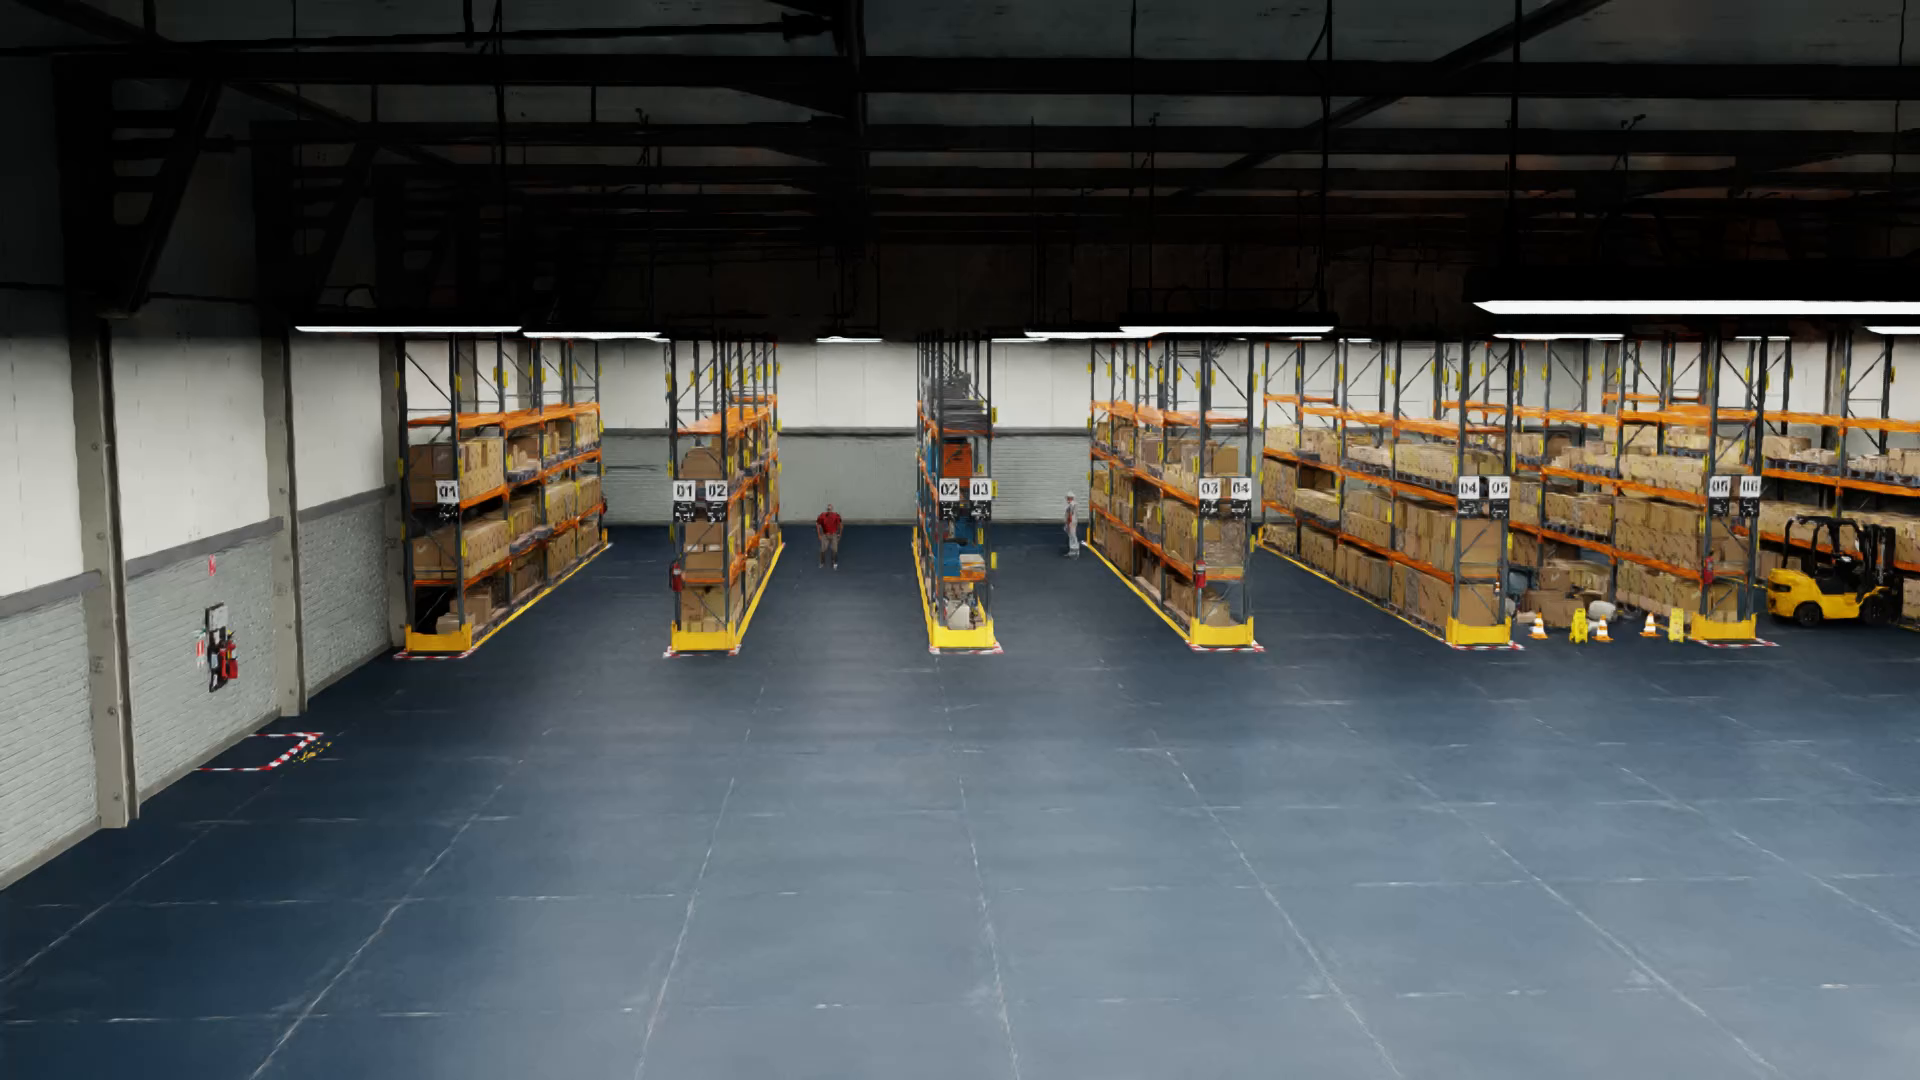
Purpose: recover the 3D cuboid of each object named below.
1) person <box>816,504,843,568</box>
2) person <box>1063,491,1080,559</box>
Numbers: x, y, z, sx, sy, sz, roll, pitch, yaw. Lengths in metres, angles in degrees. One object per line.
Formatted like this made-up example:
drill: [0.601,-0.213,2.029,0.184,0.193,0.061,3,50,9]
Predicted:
person: [-3.335,-0.104,42.457,0.682,1.676,0.511,-1,7,-5]
person: [2.996,-0.405,44.502,0.468,1.815,0.569,1,7,8]
